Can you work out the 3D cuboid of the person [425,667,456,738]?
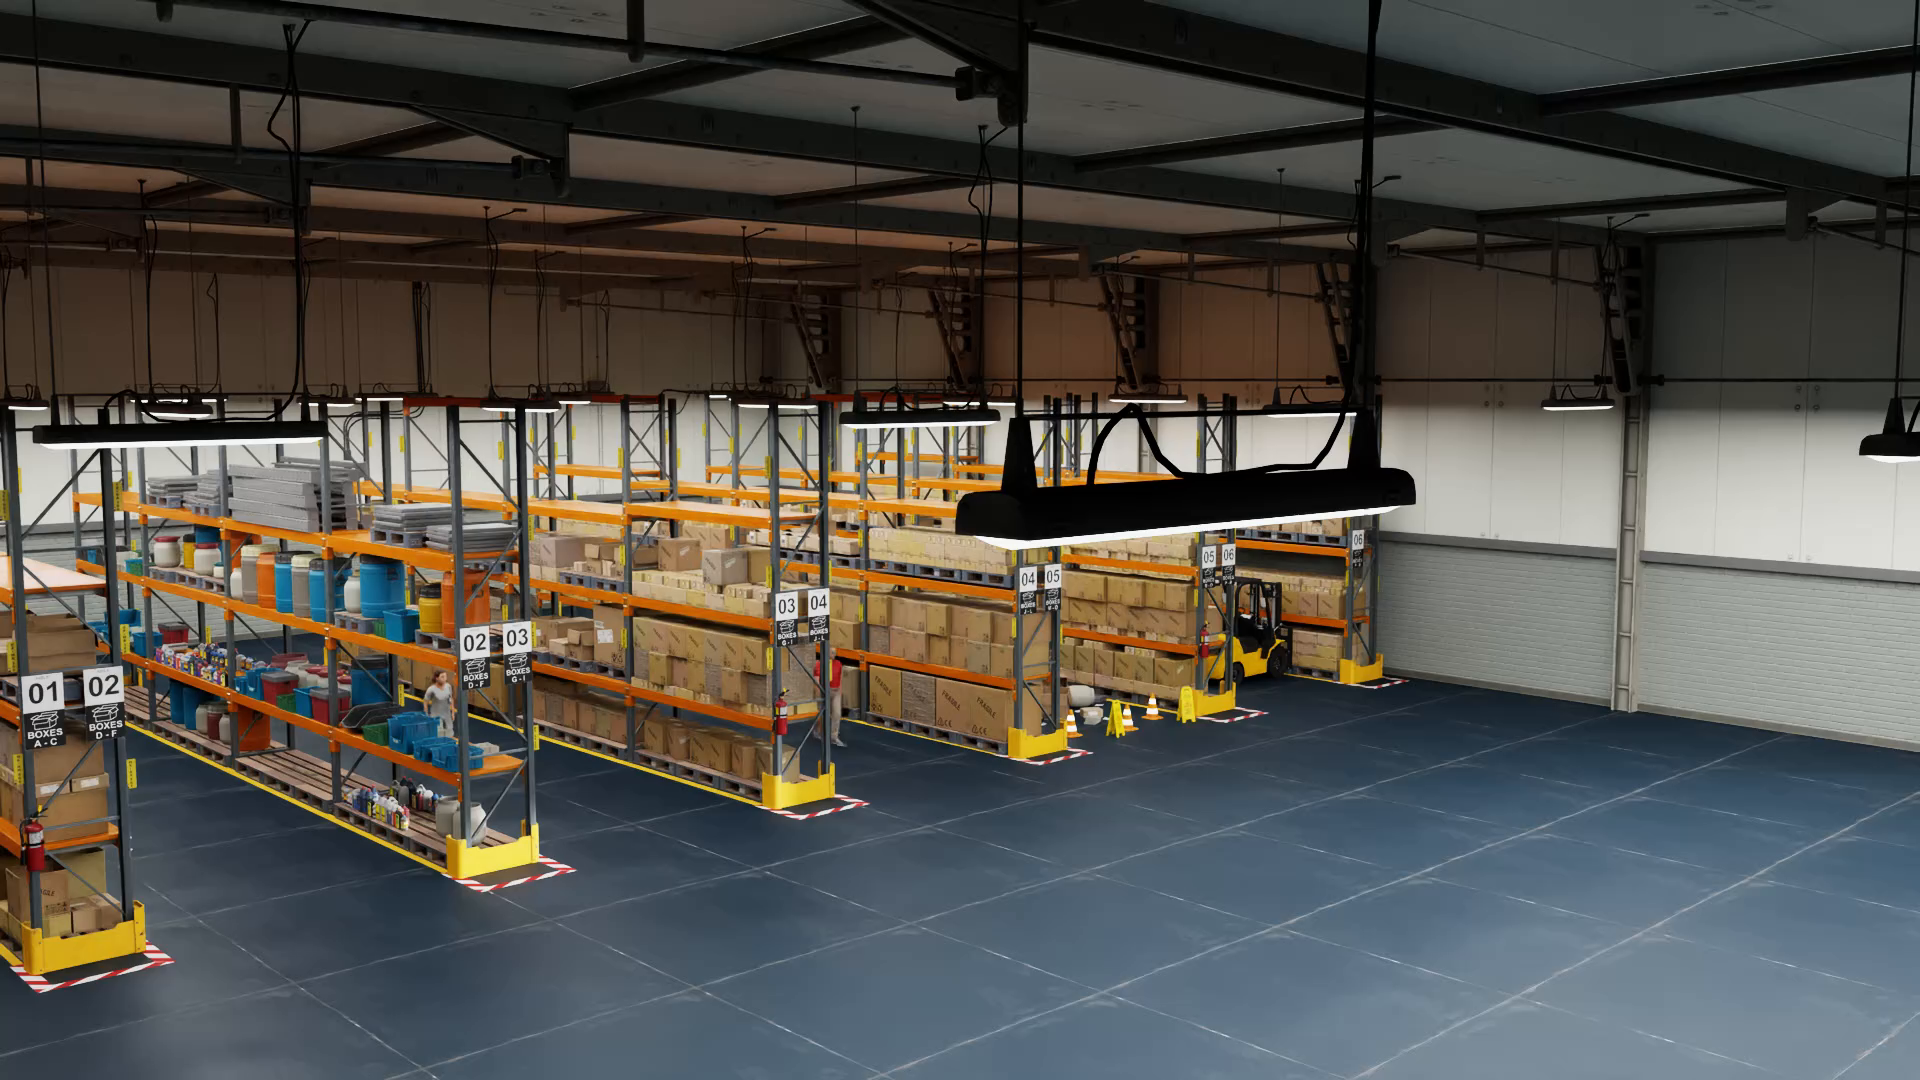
[{"bbox_3d":[-8.496,2.893,27.092,0.598,1.671,0.528,4,7,33],"label":"person"}]

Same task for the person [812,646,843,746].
[{"bbox_3d":[-2.282,2.694,28.995,0.638,1.684,0.783,-5,7,-40],"label":"person"}]
